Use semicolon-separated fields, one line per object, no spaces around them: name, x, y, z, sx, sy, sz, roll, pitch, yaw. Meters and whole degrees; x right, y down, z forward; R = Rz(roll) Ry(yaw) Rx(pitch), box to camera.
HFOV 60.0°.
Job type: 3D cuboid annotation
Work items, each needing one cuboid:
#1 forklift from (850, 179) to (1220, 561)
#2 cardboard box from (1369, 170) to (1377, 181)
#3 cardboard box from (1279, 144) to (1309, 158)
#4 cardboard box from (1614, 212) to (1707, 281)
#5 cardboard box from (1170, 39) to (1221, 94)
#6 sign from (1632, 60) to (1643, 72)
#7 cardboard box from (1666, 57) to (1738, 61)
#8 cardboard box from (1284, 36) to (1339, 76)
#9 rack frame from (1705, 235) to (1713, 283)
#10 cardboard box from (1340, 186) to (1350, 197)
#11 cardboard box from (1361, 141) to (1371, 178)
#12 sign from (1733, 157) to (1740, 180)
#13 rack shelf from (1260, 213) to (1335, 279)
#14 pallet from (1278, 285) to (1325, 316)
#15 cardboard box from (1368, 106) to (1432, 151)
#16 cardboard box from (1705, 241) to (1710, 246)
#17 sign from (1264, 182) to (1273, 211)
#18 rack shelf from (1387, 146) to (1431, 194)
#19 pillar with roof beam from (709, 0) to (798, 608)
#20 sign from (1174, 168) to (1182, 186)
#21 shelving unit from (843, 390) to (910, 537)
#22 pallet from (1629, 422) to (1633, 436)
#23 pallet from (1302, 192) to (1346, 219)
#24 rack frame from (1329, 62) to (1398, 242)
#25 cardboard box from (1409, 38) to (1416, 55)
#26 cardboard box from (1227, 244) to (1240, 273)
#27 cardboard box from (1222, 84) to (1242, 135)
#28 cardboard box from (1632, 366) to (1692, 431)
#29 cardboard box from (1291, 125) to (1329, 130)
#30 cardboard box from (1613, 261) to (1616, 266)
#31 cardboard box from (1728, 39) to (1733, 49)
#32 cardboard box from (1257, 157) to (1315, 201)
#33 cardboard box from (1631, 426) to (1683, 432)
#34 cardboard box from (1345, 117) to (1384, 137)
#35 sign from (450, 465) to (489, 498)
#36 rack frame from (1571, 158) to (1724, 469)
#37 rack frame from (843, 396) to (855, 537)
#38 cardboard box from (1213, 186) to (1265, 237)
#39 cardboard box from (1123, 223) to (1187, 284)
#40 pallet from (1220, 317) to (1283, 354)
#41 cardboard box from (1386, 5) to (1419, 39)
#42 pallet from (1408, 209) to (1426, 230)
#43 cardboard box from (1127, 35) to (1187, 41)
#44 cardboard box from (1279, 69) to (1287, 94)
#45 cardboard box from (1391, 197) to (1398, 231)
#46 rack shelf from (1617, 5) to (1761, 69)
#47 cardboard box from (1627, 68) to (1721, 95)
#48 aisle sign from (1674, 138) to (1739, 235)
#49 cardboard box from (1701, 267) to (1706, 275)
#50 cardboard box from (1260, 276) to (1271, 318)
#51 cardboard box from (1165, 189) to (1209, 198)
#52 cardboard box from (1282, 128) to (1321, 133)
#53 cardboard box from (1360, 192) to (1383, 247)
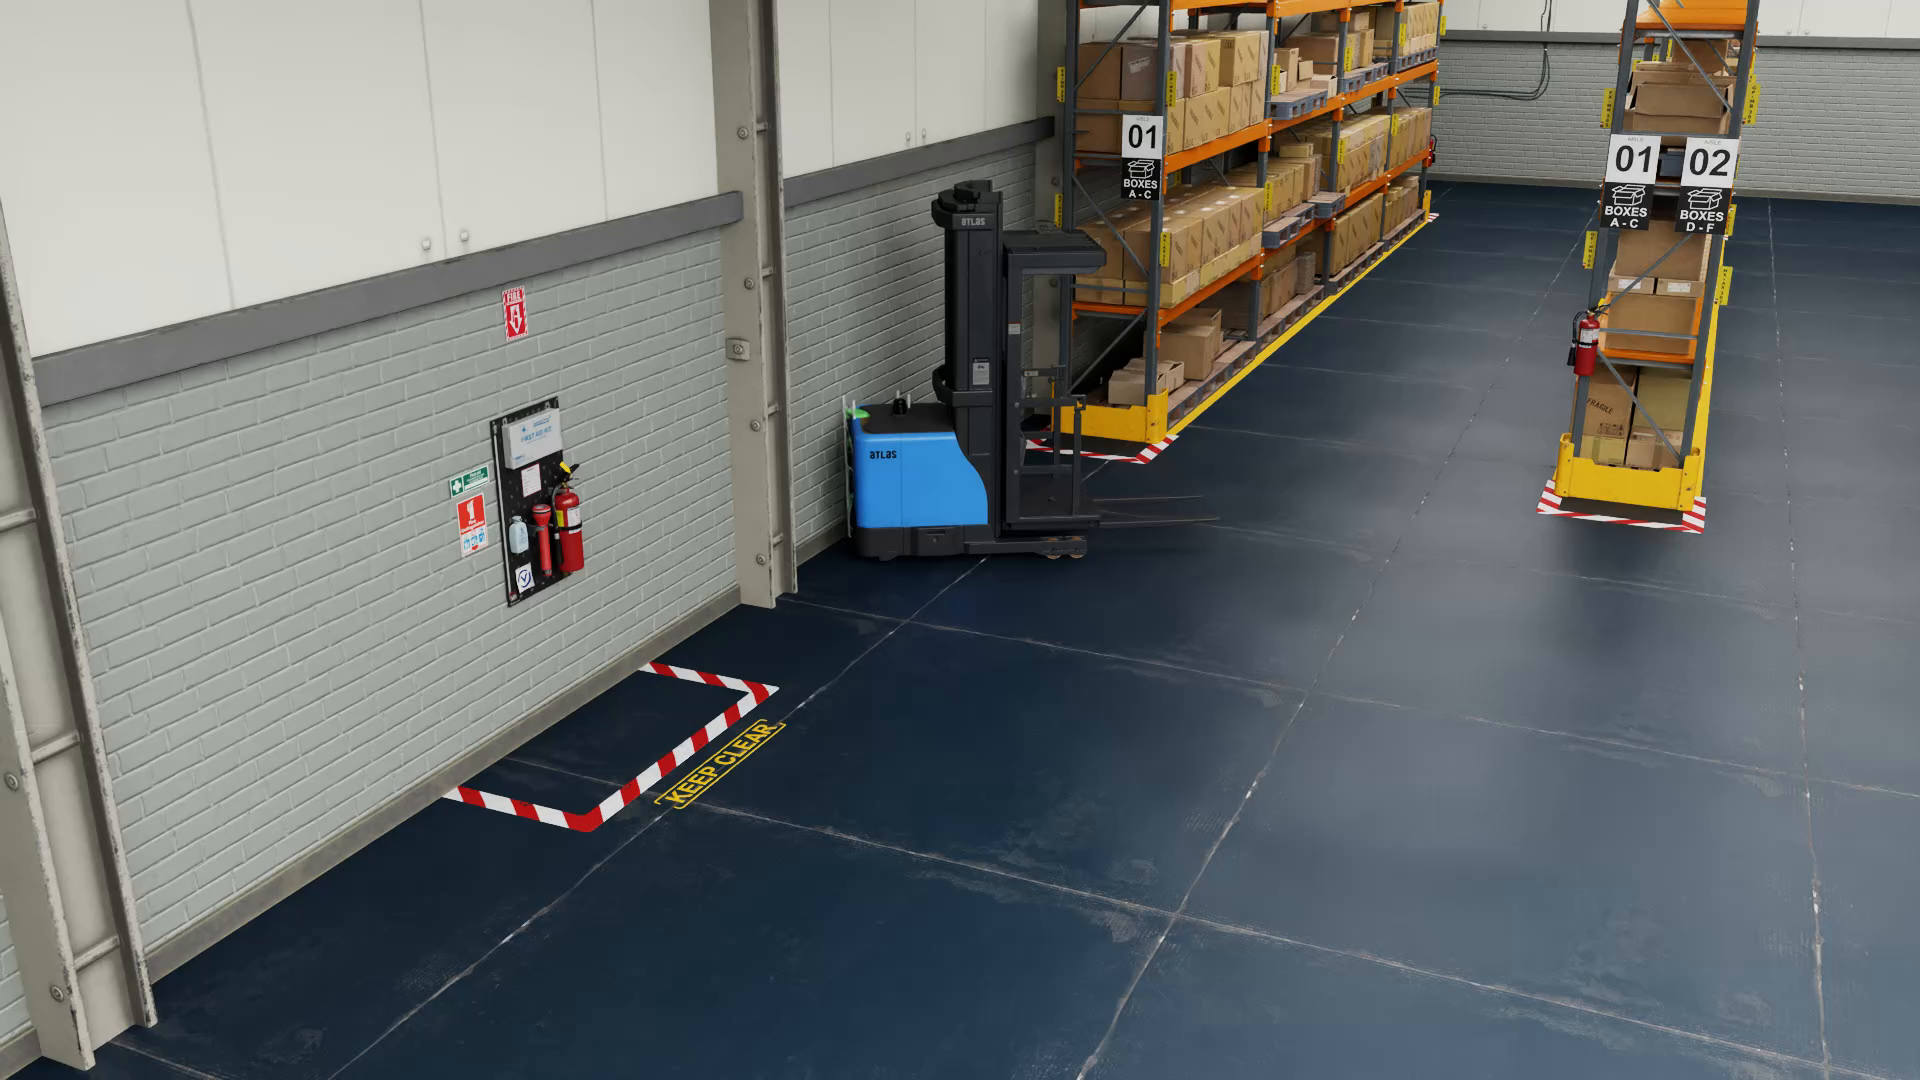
forklift;0.619;-1.403;13.539;3.031;2.935;1.130;-2;20;-6
cardboard box;6.236;-5.655;25.739;0.380;0.149;0.250;9;21;23
cardboard box;4.529;-5.276;22.553;0.380;0.149;0.250;5;20;14
cardboard box;6.231;-2.617;14.766;0.700;0.500;0.500;9;21;23
cardboard box;2.316;-4.810;16.870;0.500;0.500;0.500;9;22;24
sign;7.145;-4.901;17.556;0.100;0.325;0.005;9;21;23
cardboard box;9.852;-6.161;22.189;0.910;0.500;0.500;9;21;23
cardboard box;4.904;-6.747;23.181;0.700;0.500;0.500;7;21;18
rack frame;7.644;-3.024;17.997;1.000;3.000;0.127;9;21;23
cardboard box;5.405;-5.031;23.984;0.380;0.149;0.250;9;22;24
cardboard box;5.827;-5.706;24.915;0.500;0.500;0.500;9;22;24
sign;9.790;-4.718;21.030;0.100;0.325;0.005;9;21;23
rack shelf;3.943;-3.975;21.744;1.077;0.370;4.000;9;21;23
pallet;4.440;-3.373;23.139;1.003;0.211;1.213;9;21;23
cardboard box;7.838;-7.355;29.727;0.980;0.700;0.700;10;22;25
cardboard box;7.207;-2.877;16.464;0.380;0.149;0.250;9;22;24
sign;3.622;-4.039;19.557;0.100;0.325;0.005;9;21;23
rack shelf;7.219;-6.421;28.621;1.077;0.370;4.000;9;21;23
pillar with roof beam;2.454;-3.215;9.578;9.100;9.000;0.400;9;21;23
sign;2.616;-4.324;19.922;0.100;0.325;0.005;9;21;23
shelving unit;-0.680;-0.618;13.897;0.503;1.200;0.258;-9;17;-24
pallet;6.782;-1.099;16.744;1.003;0.211;1.213;9;21;23
pallet;4.567;-4.603;22.721;1.213;0.211;1.003;9;21;23
rack frame;6.400;-6.149;26.781;1.000;3.000;0.127;9;21;23
cardboard box;7.145;-8.065;27.141;0.500;0.250;0.500;8;21;22
cardboard box;2.803;-3.148;18.539;0.500;0.250;0.500;8;21;22
cardboard box;2.731;-4.657;17.932;0.500;0.500;0.500;8;21;21
cardboard box;6.632;-1.344;15.629;0.500;0.500;0.500;9;21;23
cardboard box;5.139;-5.964;24.521;0.500;0.250;0.500;8;21;21
cardboard box;6.200;-2.456;15.280;0.380;0.149;0.250;8;21;22
cardboard box;11.085;-7.555;24.619;0.700;0.500;0.500;9;21;23
cardboard box;4.374;-4.861;22.354;0.700;0.500;0.500;6;21;18
cardboard box;6.630;-0.991;15.755;0.500;0.250;0.500;9;21;23
cardboard box;6.223;-6.366;25.650;0.500;0.250;0.500;9;21;24
sign;-2.831;-0.340;9.605;0.001;0.109;0.331;9;21;23
rack frame;6.006;-1.802;14.558;1.000;3.000;0.127;9;21;23
rack frame;-0.900;-0.585;13.797;0.015;1.200;0.240;-9;17;-24
cardboard box;3.212;-3.808;19.275;0.500;0.500;0.500;8;21;23
cardboard box;1.955;-2.877;16.657;0.500;0.500;0.500;9;21;23
pallet;3.441;-2.627;21.042;1.003;0.211;1.213;9;21;23
cardboard box;7.152;-8.427;27.040;0.500;0.500;0.500;8;21;22
pallet;7.781;-5.802;29.969;1.003;0.211;1.213;9;21;23
cardboard box;2.072;-5.058;17.566;0.500;0.500;0.500;9;21;23
cardboard box;3.673;-5.617;20.315;0.500;0.311;0.500;9;22;24
cardboard box;7.008;-5.536;28.164;0.700;0.500;0.500;8;21;22
rack shelf;6.825;-4.712;15.460;1.077;0.370;4.000;9;21;23
cardboard box;6.855;-4.264;16.016;0.797;0.503;0.637;11;22;29
aisle sign;6.259;-2.964;13.948;0.394;0.787;0.004;9;21;23
cardboard box;6.573;-2.402;15.129;0.380;0.149;0.250;9;21;23
cardboard box;3.576;-3.125;21.352;0.700;0.500;0.500;8;21;22
cardboard box;2.525;-3.722;19.034;0.500;0.500;0.500;8;21;22
cardboard box;4.926;-5.808;24.081;0.500;0.250;0.500;8;21;21
cardboard box;6.252;-5.117;26.462;0.750;0.750;0.750;9;21;23
